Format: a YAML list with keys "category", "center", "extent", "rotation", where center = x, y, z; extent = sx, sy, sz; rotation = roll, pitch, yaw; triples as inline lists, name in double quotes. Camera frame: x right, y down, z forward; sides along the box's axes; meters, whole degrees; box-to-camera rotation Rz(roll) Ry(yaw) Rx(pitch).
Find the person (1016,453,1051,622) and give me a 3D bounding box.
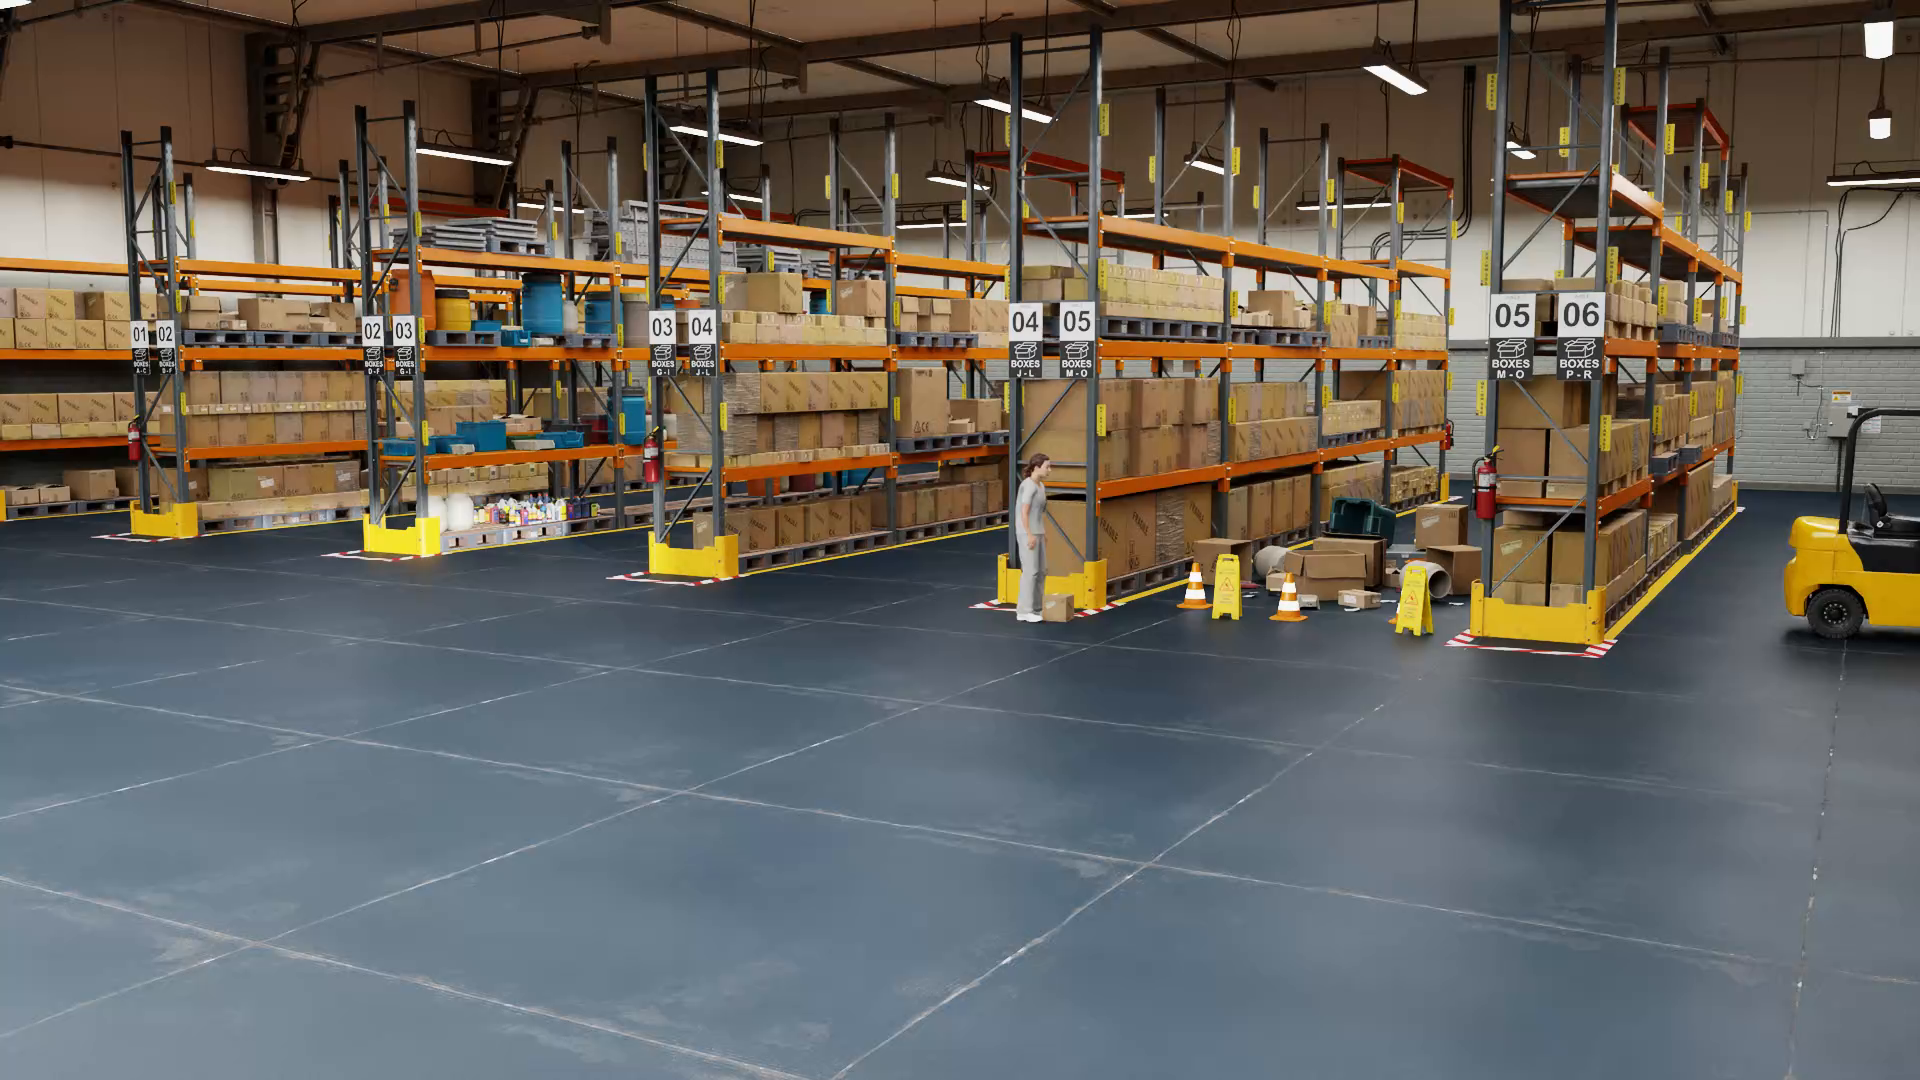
- category: "person"
  center: [0.742, -0.038, 16.694]
  extent: [0.353, 1.673, 0.512]
  rotation: [2, 6, 22]
